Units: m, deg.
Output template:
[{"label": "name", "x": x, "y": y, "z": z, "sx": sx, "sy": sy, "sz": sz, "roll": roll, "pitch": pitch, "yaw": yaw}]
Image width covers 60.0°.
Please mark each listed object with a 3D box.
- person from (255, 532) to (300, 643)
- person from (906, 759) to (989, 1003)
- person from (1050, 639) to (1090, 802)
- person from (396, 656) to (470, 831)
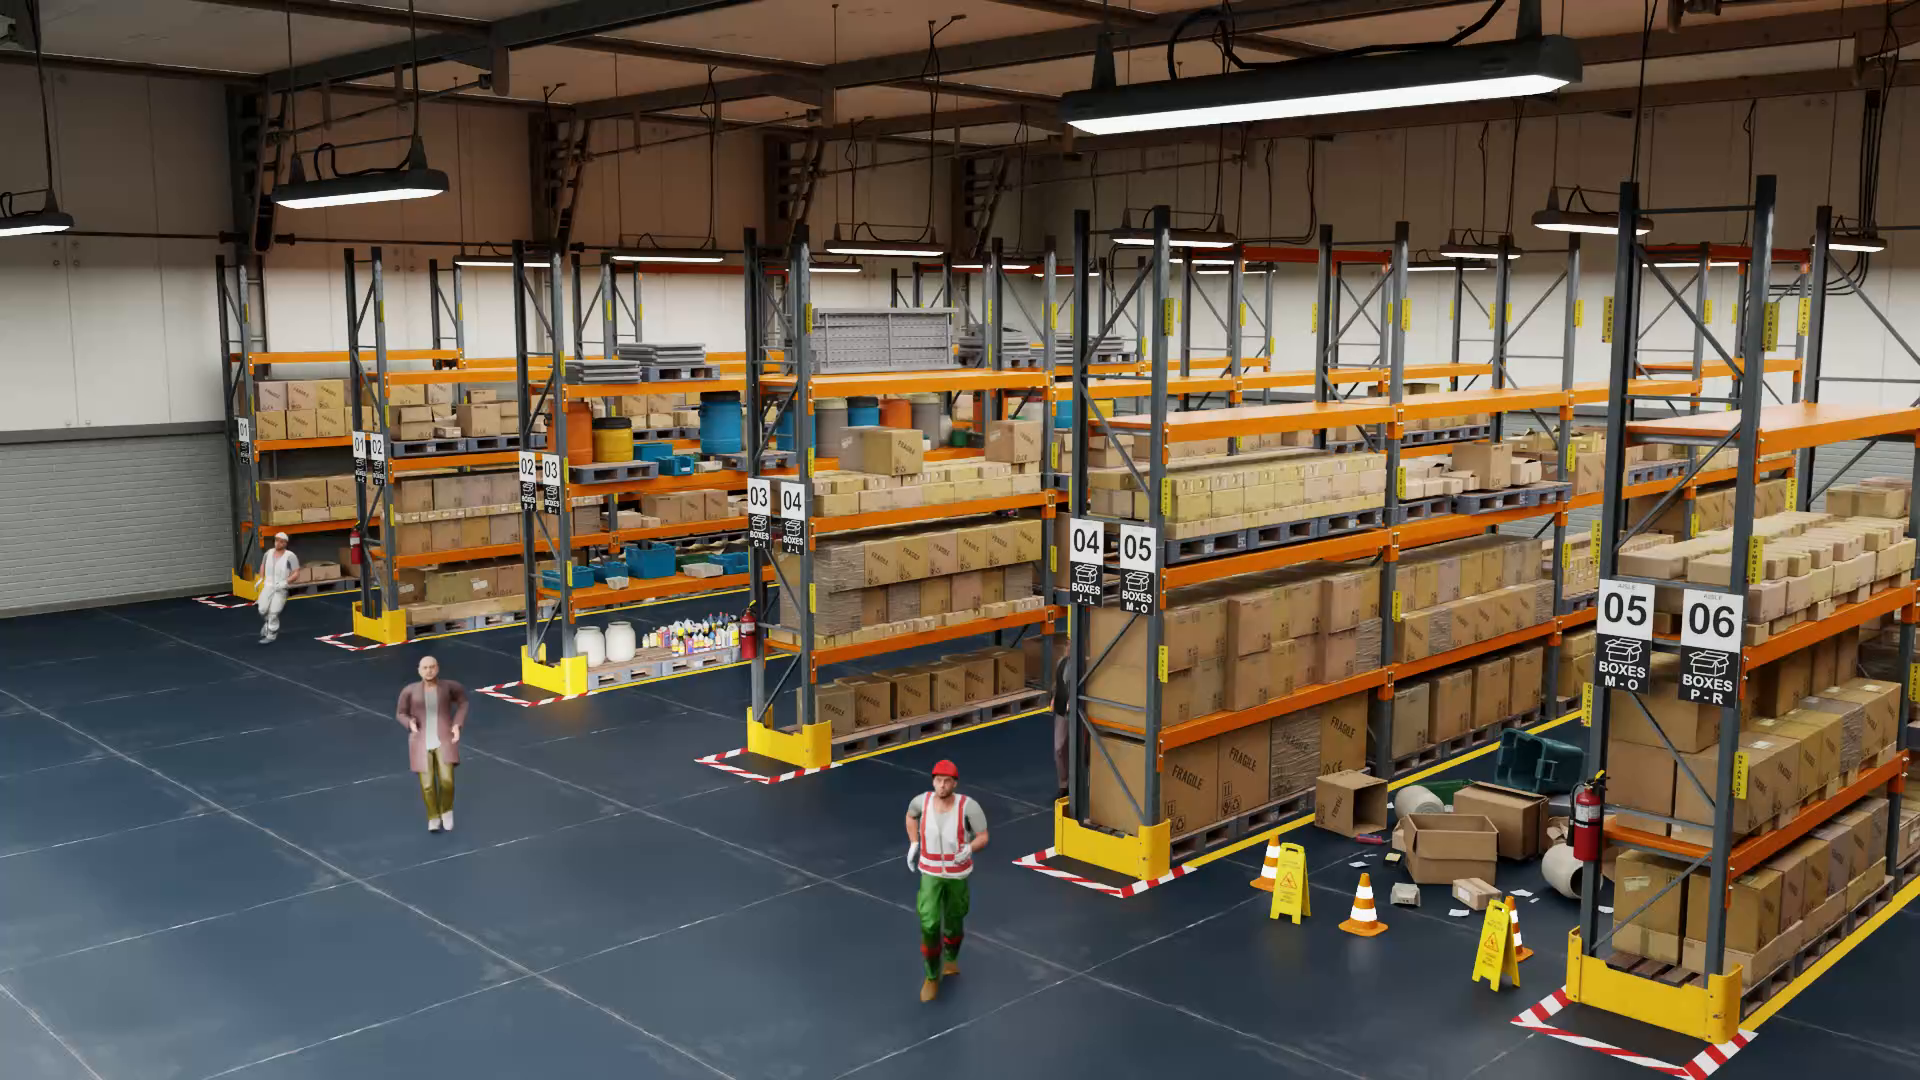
[{"label": "person", "x": -10.408, "y": 0.740, "z": 25.285, "sx": 0.712, "sy": 1.712, "sz": 0.565, "roll": 0, "pitch": 8, "yaw": 1}, {"label": "person", "x": -0.102, "y": 2.540, "z": 12.488, "sx": 0.637, "sy": 1.834, "sz": 0.768, "roll": 0, "pitch": 8, "yaw": 2}, {"label": "person", "x": 1.218, "y": 1.850, "z": 17.522, "sx": 0.669, "sy": 1.716, "sz": 0.767, "roll": 6, "pitch": 10, "yaw": 36}, {"label": "person", "x": -5.129, "y": 2.013, "z": 16.208, "sx": 0.695, "sy": 1.758, "sz": 0.665, "roll": -2, "pitch": 8, "yaw": -15}]
